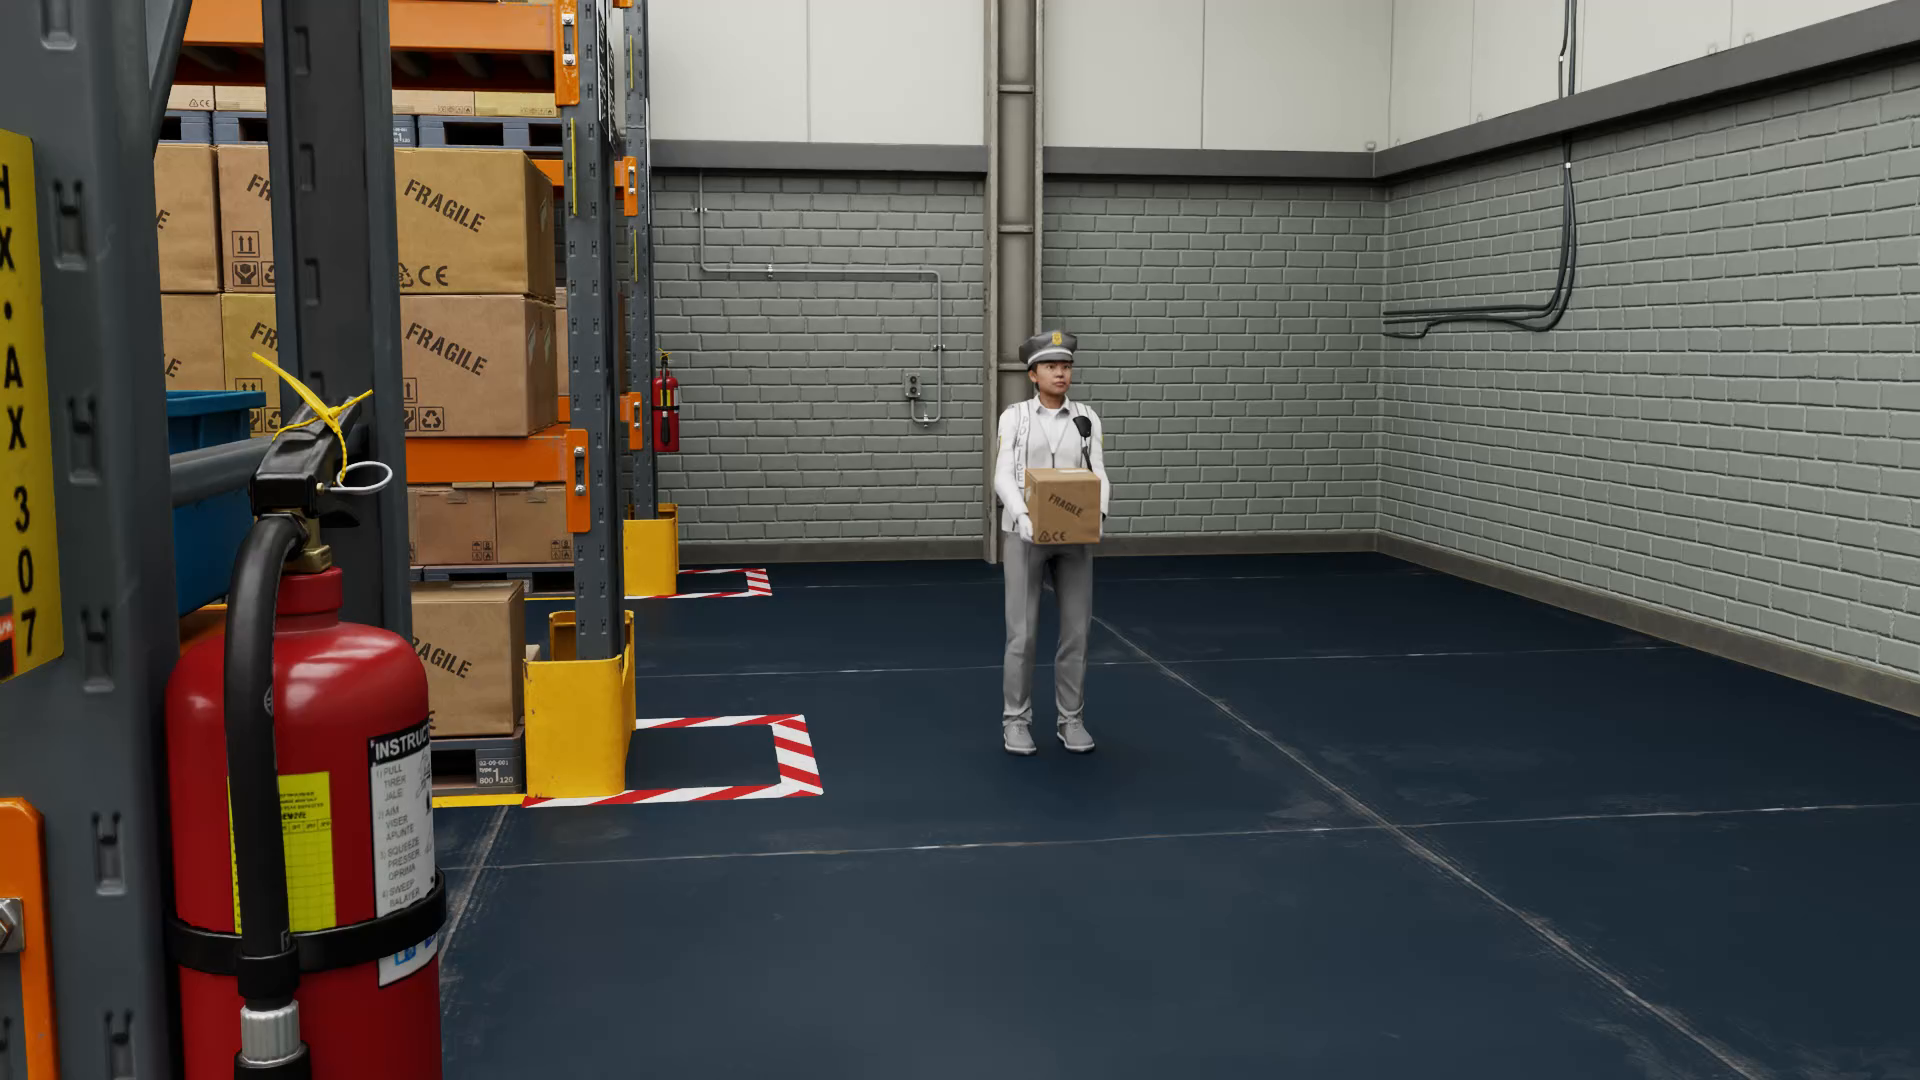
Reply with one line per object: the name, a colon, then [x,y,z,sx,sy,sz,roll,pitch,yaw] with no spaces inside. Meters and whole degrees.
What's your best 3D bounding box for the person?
person: [0.369,0.008,6.651,0.461,1.687,0.556,-1,7,-9]
